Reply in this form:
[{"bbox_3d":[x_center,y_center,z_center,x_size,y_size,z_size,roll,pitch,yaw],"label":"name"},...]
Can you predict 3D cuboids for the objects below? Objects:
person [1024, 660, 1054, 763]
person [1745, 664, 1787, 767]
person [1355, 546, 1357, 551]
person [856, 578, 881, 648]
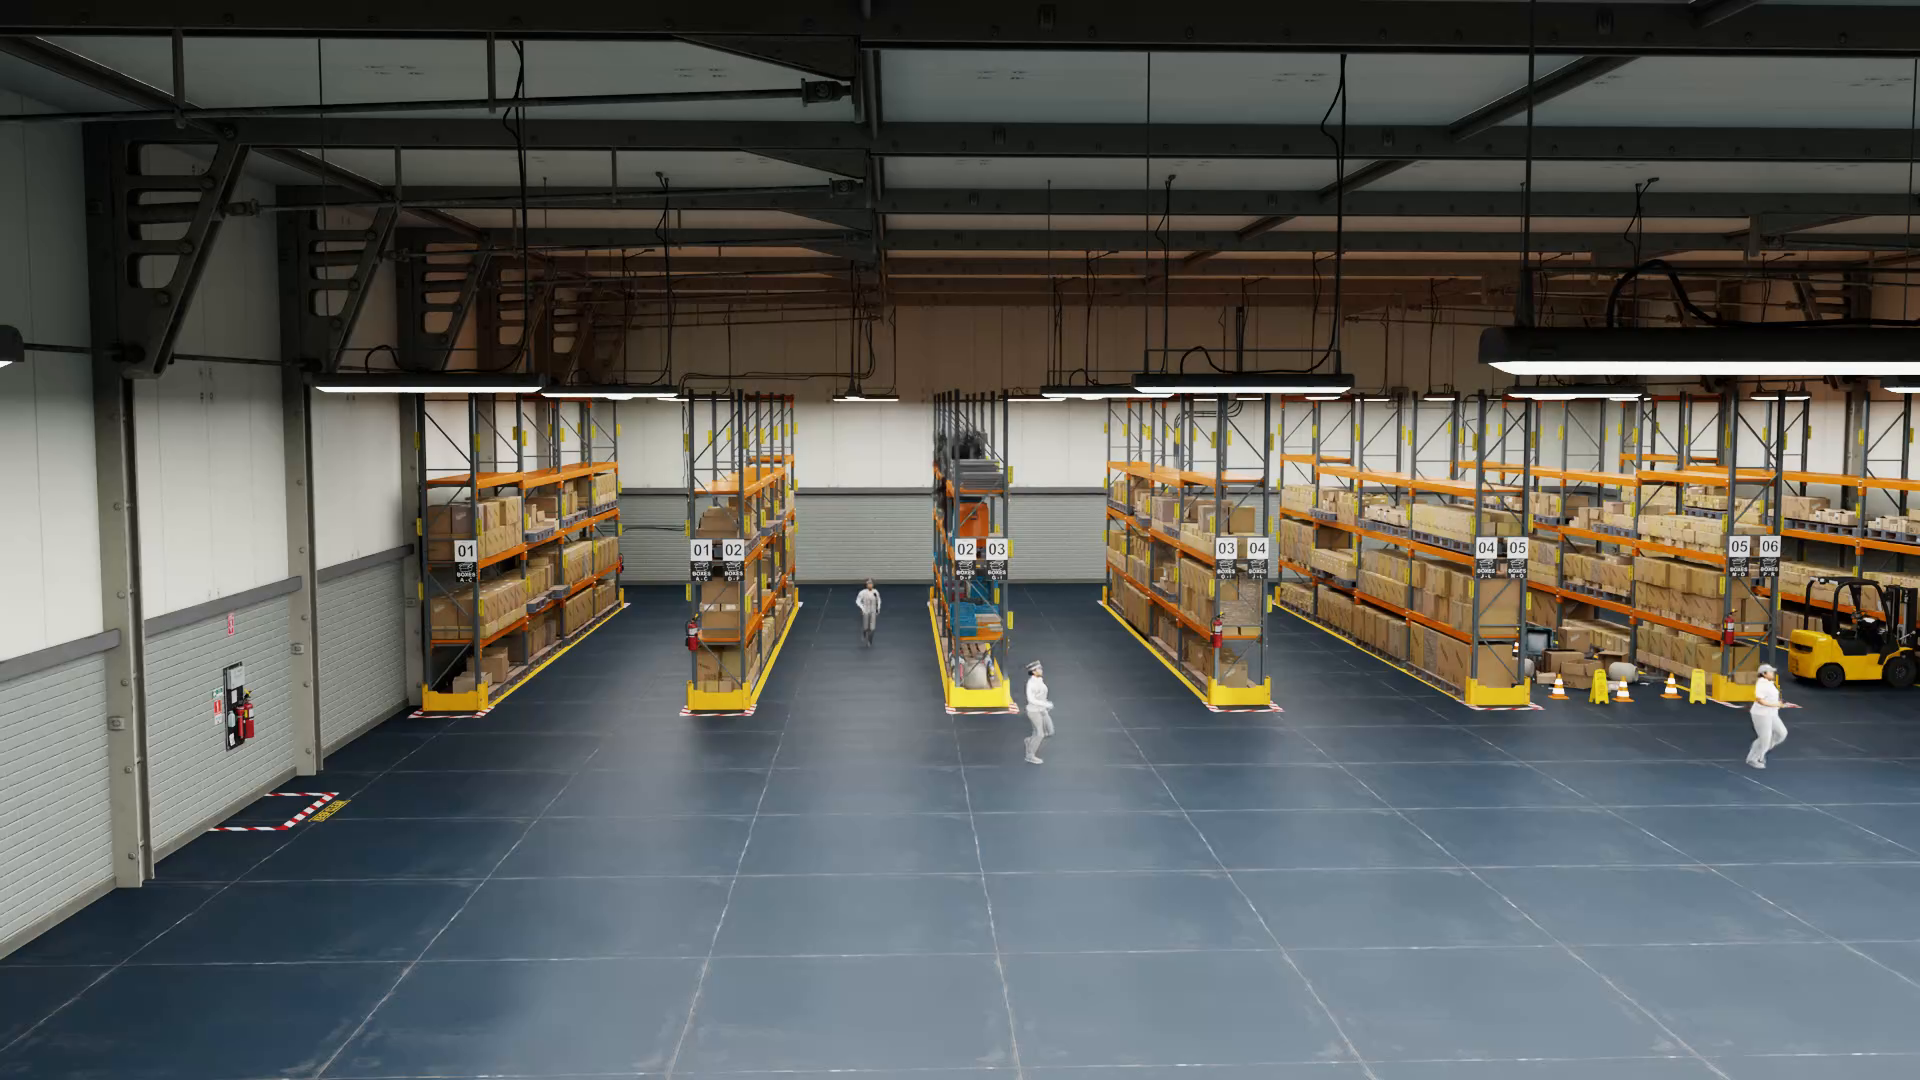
[{"bbox_3d":[1.260,2.736,26.549,0.541,1.659,0.607,2,5,21],"label":"person"},{"bbox_3d":[12.699,2.764,26.161,0.570,1.639,0.661,4,6,41],"label":"person"},{"bbox_3d":[11.315,0.993,47.379,0.666,1.721,0.574,-2,5,-23],"label":"person"},{"bbox_3d":[-2.141,1.701,39.208,0.609,1.652,0.540,-1,5,-16],"label":"person"}]
